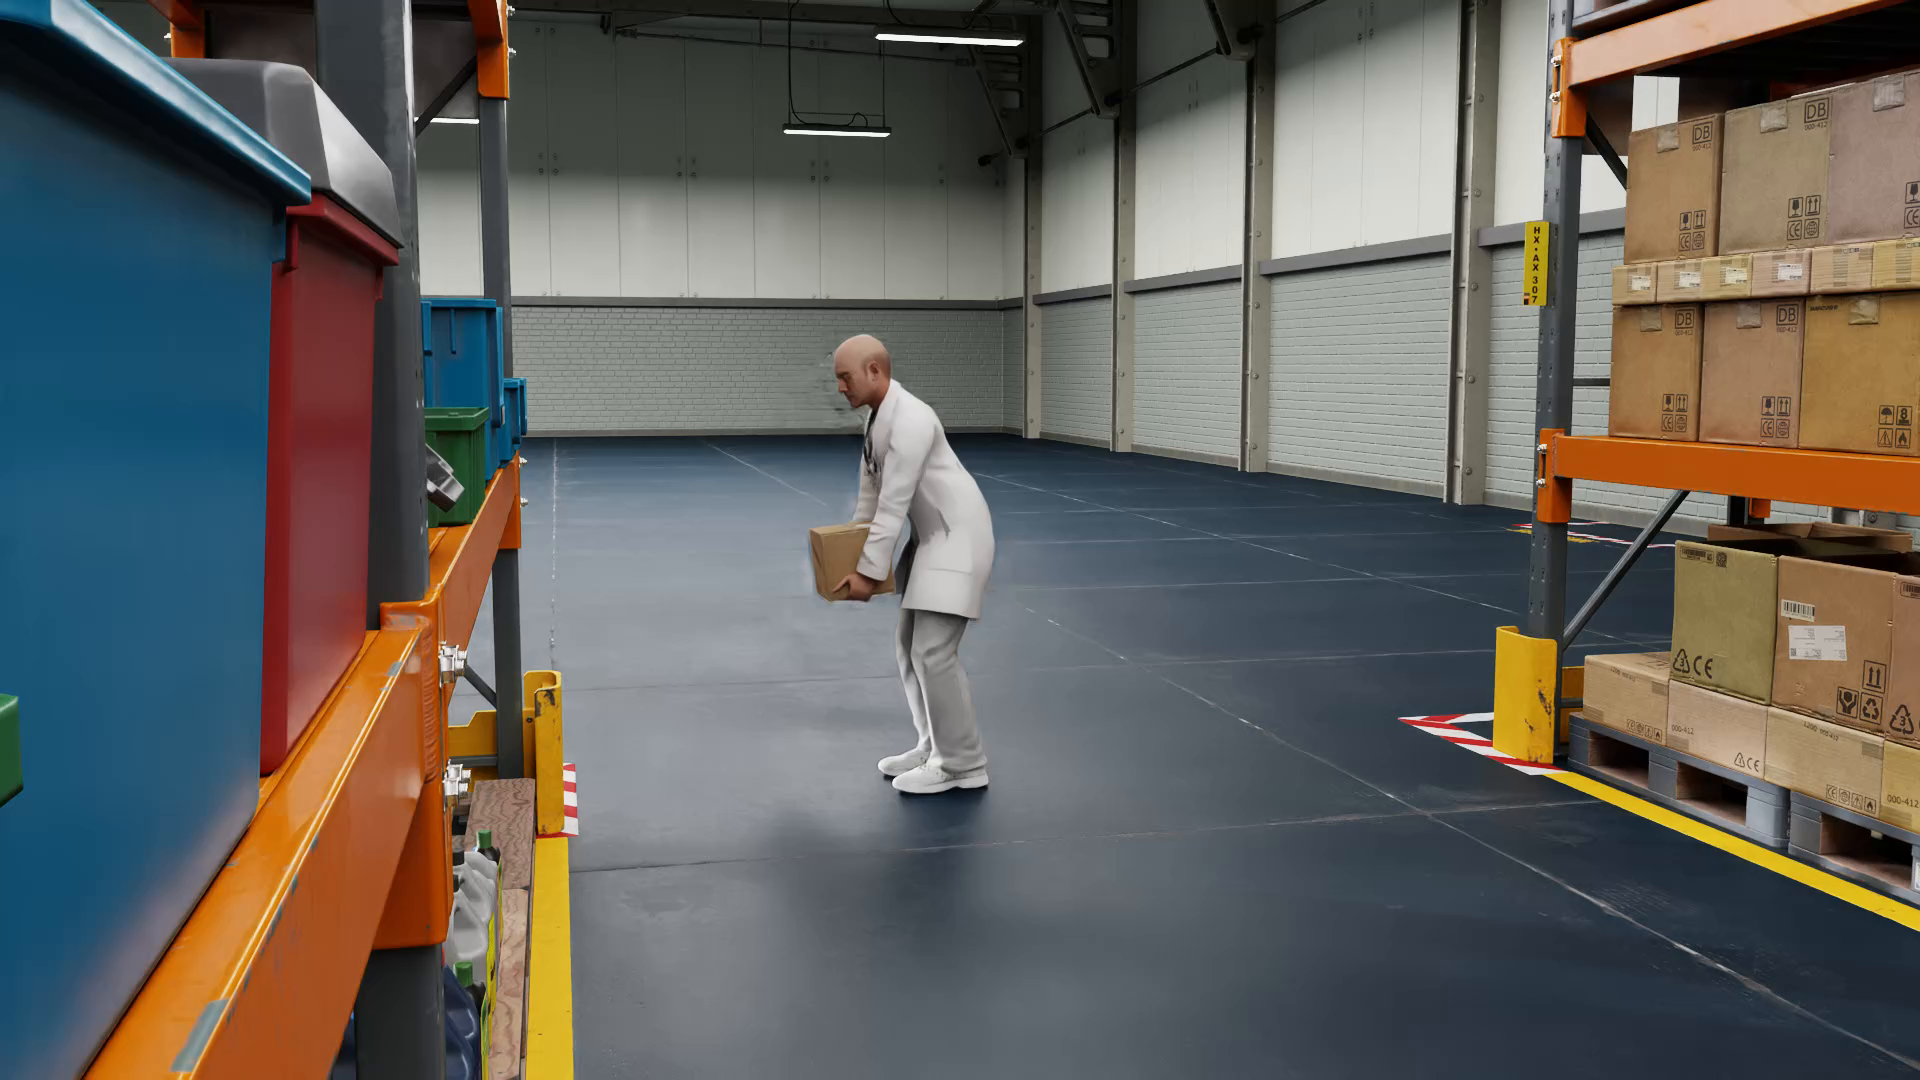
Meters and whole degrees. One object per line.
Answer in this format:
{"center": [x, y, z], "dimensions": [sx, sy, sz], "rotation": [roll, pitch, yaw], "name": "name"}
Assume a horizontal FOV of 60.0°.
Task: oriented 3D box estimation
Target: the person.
{"center": [-0.189, 0.085, 6.228], "dimensions": [0.634, 1.689, 0.544], "rotation": [-2, 6, -15], "name": "person"}
